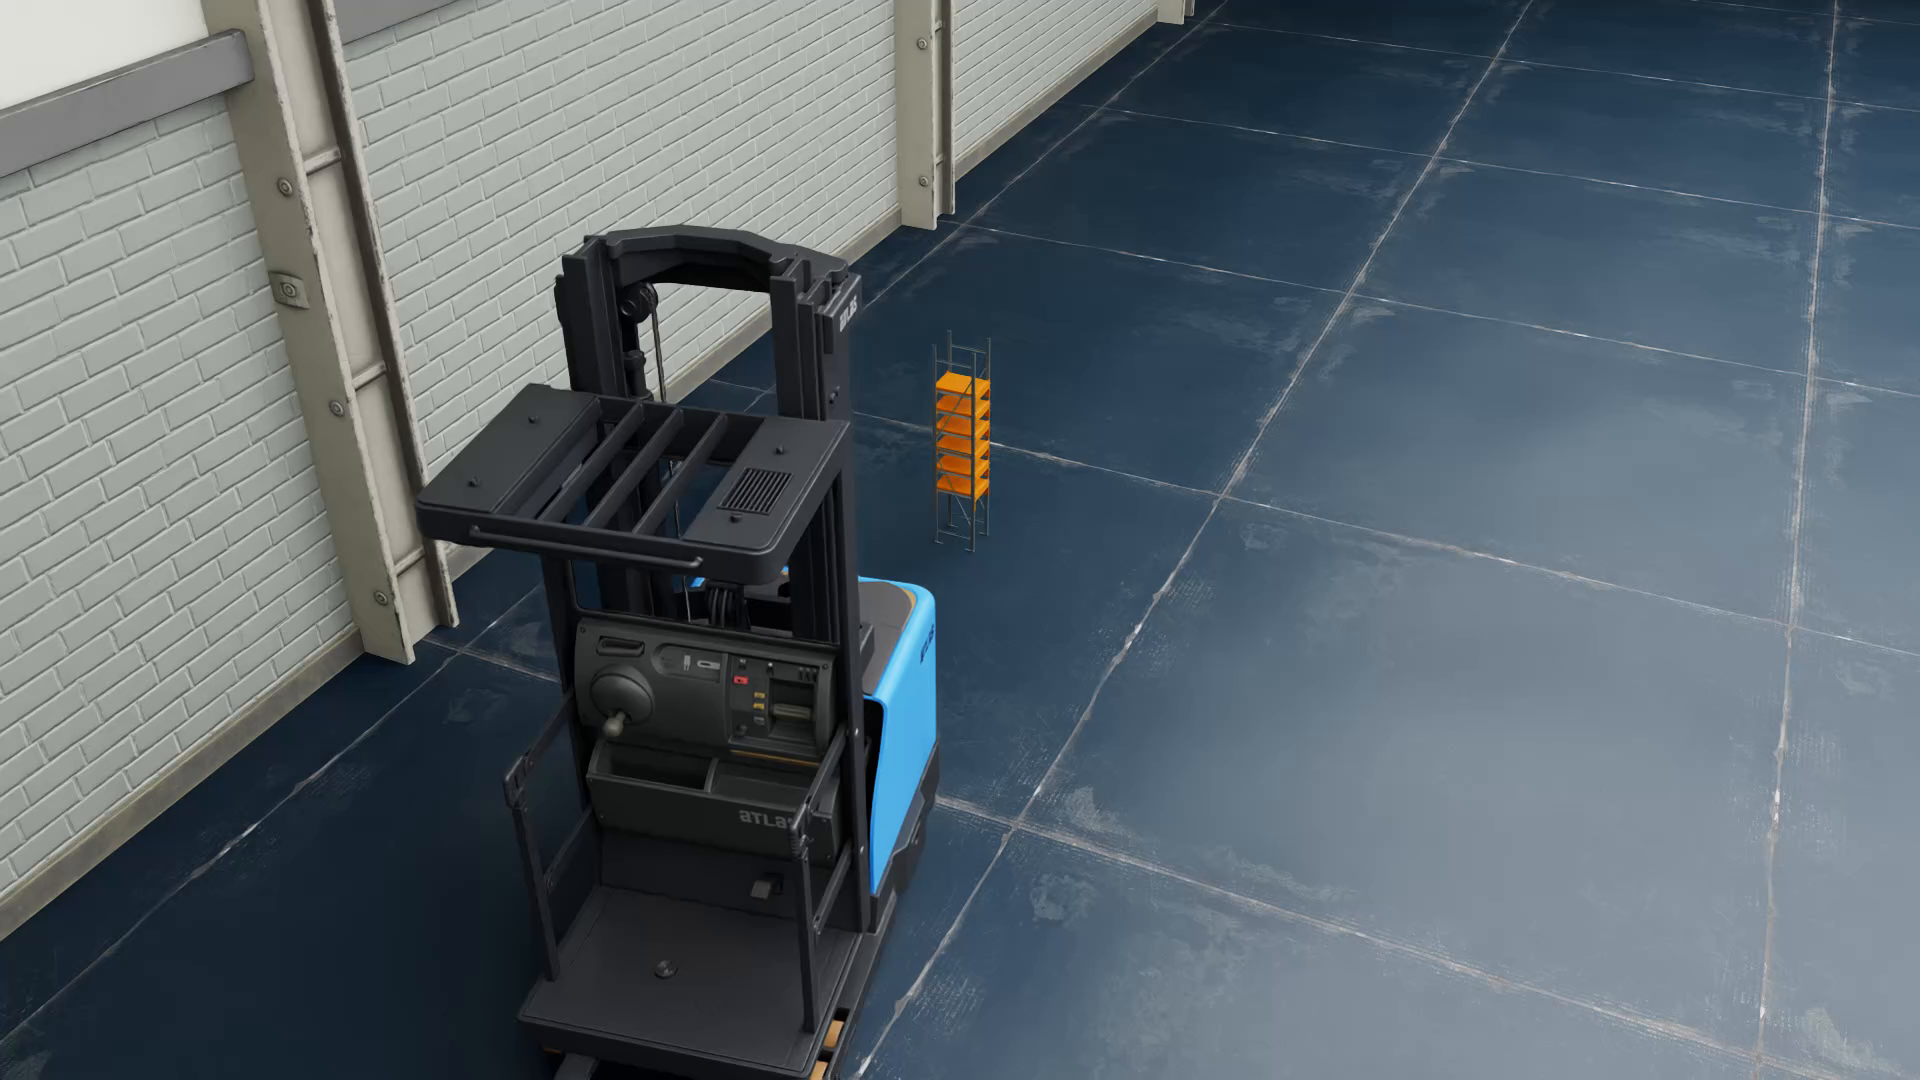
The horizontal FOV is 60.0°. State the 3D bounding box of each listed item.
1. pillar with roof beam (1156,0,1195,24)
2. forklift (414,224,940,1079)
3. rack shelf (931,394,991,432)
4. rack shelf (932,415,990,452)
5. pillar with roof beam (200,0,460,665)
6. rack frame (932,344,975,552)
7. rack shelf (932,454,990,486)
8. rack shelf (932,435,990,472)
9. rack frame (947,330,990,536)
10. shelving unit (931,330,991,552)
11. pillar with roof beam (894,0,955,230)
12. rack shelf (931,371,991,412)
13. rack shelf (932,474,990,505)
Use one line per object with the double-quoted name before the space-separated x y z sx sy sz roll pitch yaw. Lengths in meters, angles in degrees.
"pillar with roof beam" 6.161 -8.270 13.524 9.100 9.000 0.400 14 36 20
"forklift" -0.936 0.584 5.555 1.130 2.935 3.031 8 34 11
"rack shelf" 0.006 -0.673 8.693 0.258 0.103 0.180 14 36 20
"rack shelf" 0.006 -0.572 8.759 0.258 0.103 0.180 14 36 20
"pillar with roof beam" 1.140 -2.293 4.409 9.100 9.000 0.400 14 36 20
"rack frame" -0.032 -0.463 8.731 0.240 1.200 0.006 14 36 20
"rack shelf" 0.006 -0.371 8.891 0.258 0.103 0.180 14 36 20
"rack shelf" 0.006 -0.472 8.825 0.258 0.103 0.180 14 36 20
"rack frame" 0.044 -0.555 8.870 0.240 1.200 0.006 14 36 20
"shelving unit" 0.006 -0.509 8.800 0.258 1.200 0.189 14 36 20
"pillar with roof beam" 3.651 -5.282 8.967 9.100 9.000 0.400 14 36 20
"rack shelf" 0.006 -0.773 8.627 0.258 0.103 0.180 14 36 20
"rack shelf" 0.006 -0.271 8.956 0.258 0.103 0.180 14 36 20
